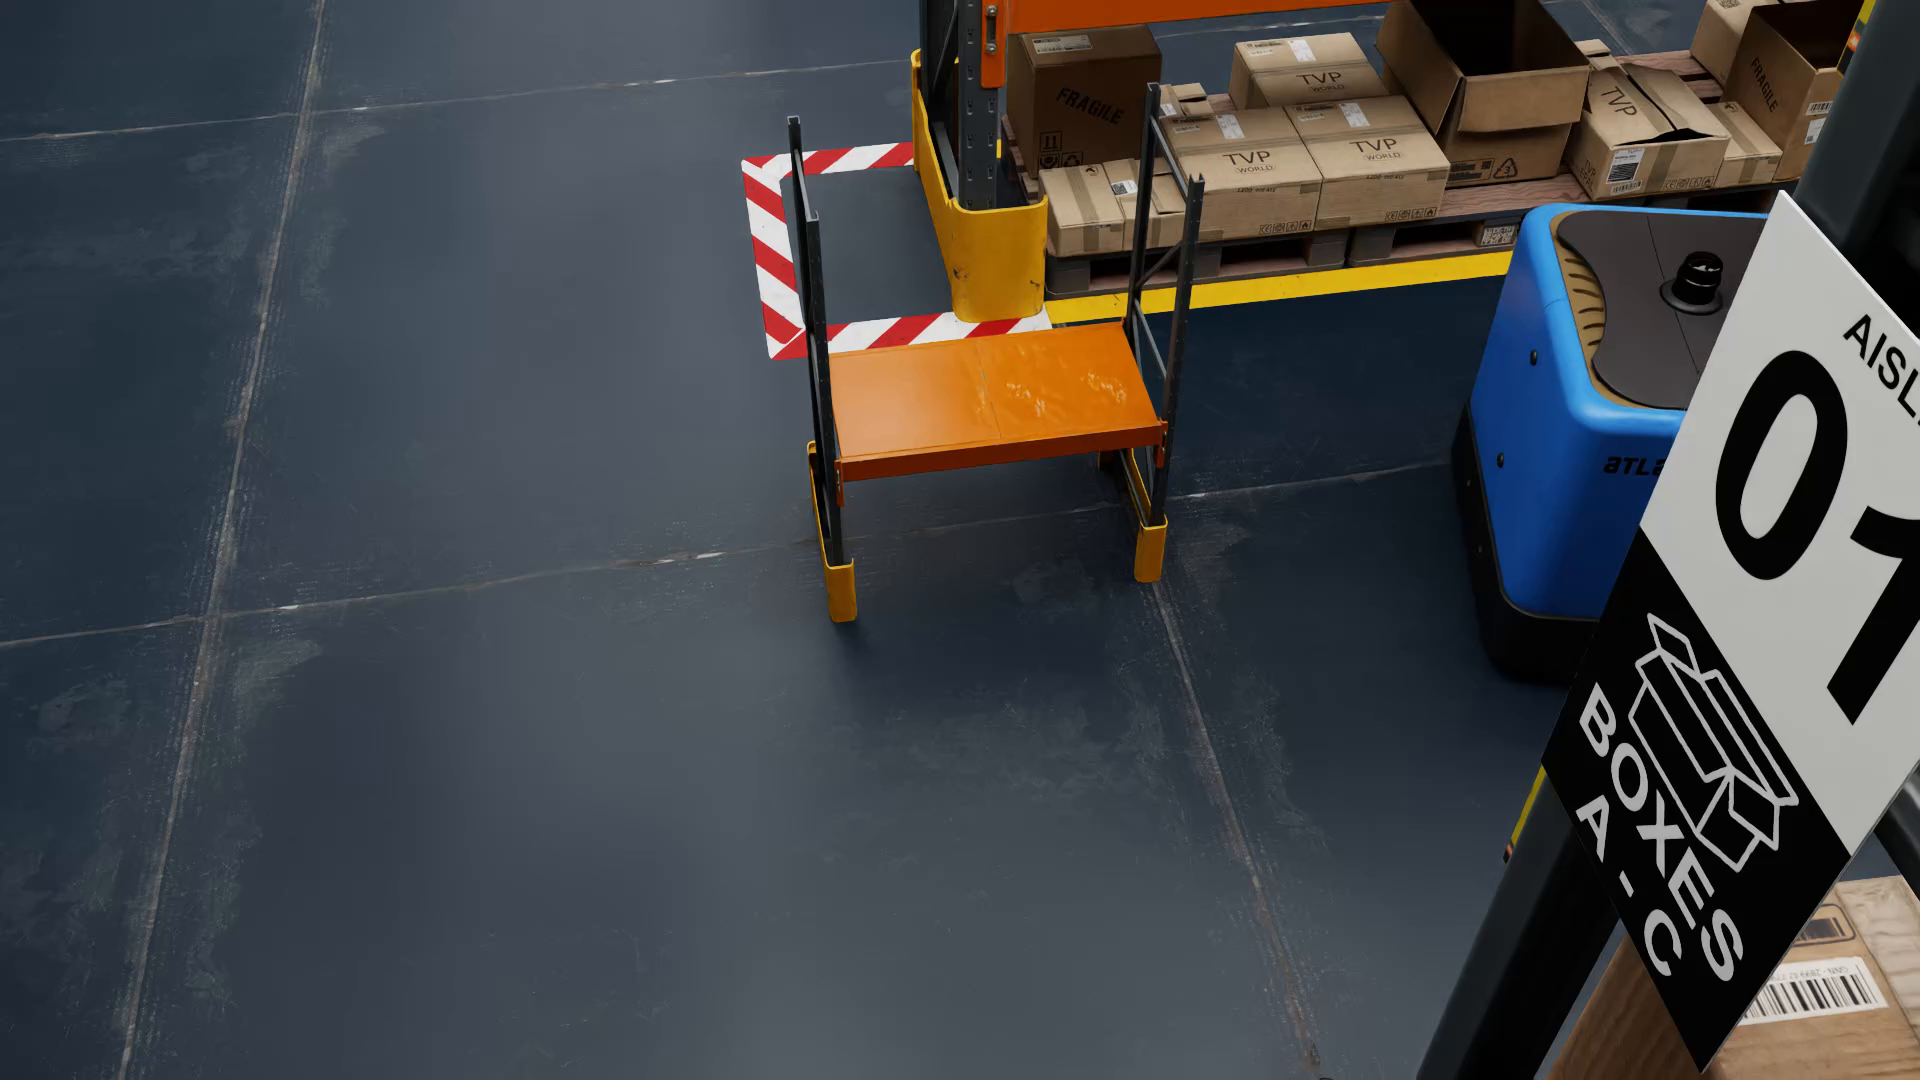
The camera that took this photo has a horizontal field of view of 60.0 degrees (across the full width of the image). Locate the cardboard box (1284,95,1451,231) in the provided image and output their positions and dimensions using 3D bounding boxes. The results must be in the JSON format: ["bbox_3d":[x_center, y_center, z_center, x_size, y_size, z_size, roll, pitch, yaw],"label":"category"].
[{"bbox_3d":[1.556,-1.472,6.469,0.500,0.250,0.500,-7,46,-7],"label":"cardboard box"}]

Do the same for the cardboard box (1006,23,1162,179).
[{"bbox_3d":[0.480,-1.812,6.623,0.500,0.500,0.500,-7,46,-7],"label":"cardboard box"}]

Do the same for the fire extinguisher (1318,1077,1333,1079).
[{"bbox_3d":[0.607,1.077,2.722,0.183,0.674,0.296,-7,46,-7],"label":"fire extinguisher"}]

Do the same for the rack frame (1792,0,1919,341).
[{"bbox_3d":[0.834,-0.852,0.102,0.127,3.000,1.000,-7,46,-7],"label":"rack frame"}]

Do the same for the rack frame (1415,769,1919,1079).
[{"bbox_3d":[0.834,1.230,2.262,0.127,3.000,1.000,-7,46,-7],"label":"rack frame"}]

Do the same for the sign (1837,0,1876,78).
[{"bbox_3d":[0.756,-0.477,1.264,0.005,0.325,0.100,-7,46,-7],"label":"sign"}]

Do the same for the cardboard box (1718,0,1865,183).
[{"bbox_3d":[3.414,-1.790,6.602,0.500,0.500,0.500,-7,46,-7],"label":"cardboard box"}]

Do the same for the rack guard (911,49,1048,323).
[{"bbox_3d":[0.061,-1.427,6.557,0.348,0.500,1.175,-7,46,-7],"label":"rack guard"}]

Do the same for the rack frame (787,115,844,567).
[{"bbox_3d":[-0.417,-0.468,4.940,0.032,1.500,0.500,-7,46,-7],"label":"rack frame"}]

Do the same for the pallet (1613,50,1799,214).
[{"bbox_3d":[3.251,-1.725,7.045,1.213,0.211,1.003,-7,46,-7],"label":"pallet"}]

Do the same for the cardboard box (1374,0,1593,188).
[{"bbox_3d":[2.077,-1.828,6.636,0.637,0.503,0.797,-7,46,-7],"label":"cardboard box"}]

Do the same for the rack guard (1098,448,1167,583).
[{"bbox_3d":[0.566,-0.157,5.508,0.087,0.250,0.587,-7,46,-7],"label":"rack guard"}]

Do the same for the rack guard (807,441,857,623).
[{"bbox_3d":[-0.416,-0.035,5.390,0.087,0.250,0.587,-7,46,-7],"label":"rack guard"}]

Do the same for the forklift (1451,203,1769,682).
[{"bbox_3d":[3.156,-0.859,4.322,3.031,2.935,1.130,4,46,4],"label":"forklift"}]

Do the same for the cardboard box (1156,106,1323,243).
[{"bbox_3d":[1.063,-1.410,6.410,0.500,0.250,0.500,-7,46,-7],"label":"cardboard box"}]

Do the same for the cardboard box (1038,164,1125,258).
[{"bbox_3d":[0.457,-1.256,6.331,0.250,0.149,0.380,-7,46,-7],"label":"cardboard box"}]

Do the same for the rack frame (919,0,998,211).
[{"bbox_3d":[-0.014,-2.285,5.648,0.127,3.000,1.000,-7,46,-7],"label":"rack frame"}]

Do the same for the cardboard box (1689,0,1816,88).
[{"bbox_3d":[3.477,-2.097,7.030,0.500,0.311,0.500,-7,46,-7],"label":"cardboard box"}]

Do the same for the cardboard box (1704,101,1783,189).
[{"bbox_3d":[3.055,-1.579,6.643,0.250,0.149,0.380,-7,46,-7],"label":"cardboard box"}]

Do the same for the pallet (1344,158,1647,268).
[{"bbox_3d":[2.046,-1.572,6.899,1.213,0.211,1.003,-7,46,-7],"label":"pallet"}]

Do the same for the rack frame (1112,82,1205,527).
[{"bbox_3d":[0.585,-0.593,5.060,0.032,1.500,0.500,-7,46,-7],"label":"rack frame"}]

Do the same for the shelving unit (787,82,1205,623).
[{"bbox_3d":[0.075,-0.530,4.999,1.083,1.500,0.587,-7,46,-7],"label":"shelving unit"}]

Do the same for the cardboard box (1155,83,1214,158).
[{"bbox_3d":[0.894,-1.682,6.729,0.250,0.166,0.380,-7,46,-7],"label":"cardboard box"}]

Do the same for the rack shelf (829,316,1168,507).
[{"bbox_3d":[0.084,-0.406,5.130,1.000,0.185,0.538,-7,46,-7],"label":"rack shelf"}]

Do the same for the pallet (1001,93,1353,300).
[{"bbox_3d":[0.846,-1.425,6.757,1.213,0.211,1.003,-7,46,-7],"label":"pallet"}]

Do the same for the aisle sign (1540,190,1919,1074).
[{"bbox_3d":[0.712,0.124,1.522,0.004,0.787,0.394,-7,46,-7],"label":"aisle sign"}]

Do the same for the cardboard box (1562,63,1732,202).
[{"bbox_3d":[2.675,-1.632,6.581,0.500,0.311,0.500,-7,46,-7],"label":"cardboard box"}]

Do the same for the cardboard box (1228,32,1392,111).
[{"bbox_3d":[1.421,-1.820,6.805,0.500,0.250,0.500,-7,46,-7],"label":"cardboard box"}]

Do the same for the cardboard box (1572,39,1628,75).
[{"bbox_3d":[2.626,-1.934,6.972,0.250,0.166,0.380,-7,46,-7],"label":"cardboard box"}]

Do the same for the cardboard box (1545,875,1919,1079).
[{"bbox_3d":[1.335,1.056,2.221,0.700,0.700,0.980,-5,46,-5],"label":"cardboard box"}]

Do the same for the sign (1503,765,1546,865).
[{"bbox_3d":[0.756,0.359,2.132,0.005,0.325,0.100,-7,46,-7],"label":"sign"}]

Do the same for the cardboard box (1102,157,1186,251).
[{"bbox_3d":[0.704,-1.292,6.354,0.250,0.166,0.380,-7,46,-7],"label":"cardboard box"}]

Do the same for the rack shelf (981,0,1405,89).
[{"bbox_3d":[1.957,-2.281,6.144,4.000,0.370,1.077,-7,46,-7],"label":"rack shelf"}]
